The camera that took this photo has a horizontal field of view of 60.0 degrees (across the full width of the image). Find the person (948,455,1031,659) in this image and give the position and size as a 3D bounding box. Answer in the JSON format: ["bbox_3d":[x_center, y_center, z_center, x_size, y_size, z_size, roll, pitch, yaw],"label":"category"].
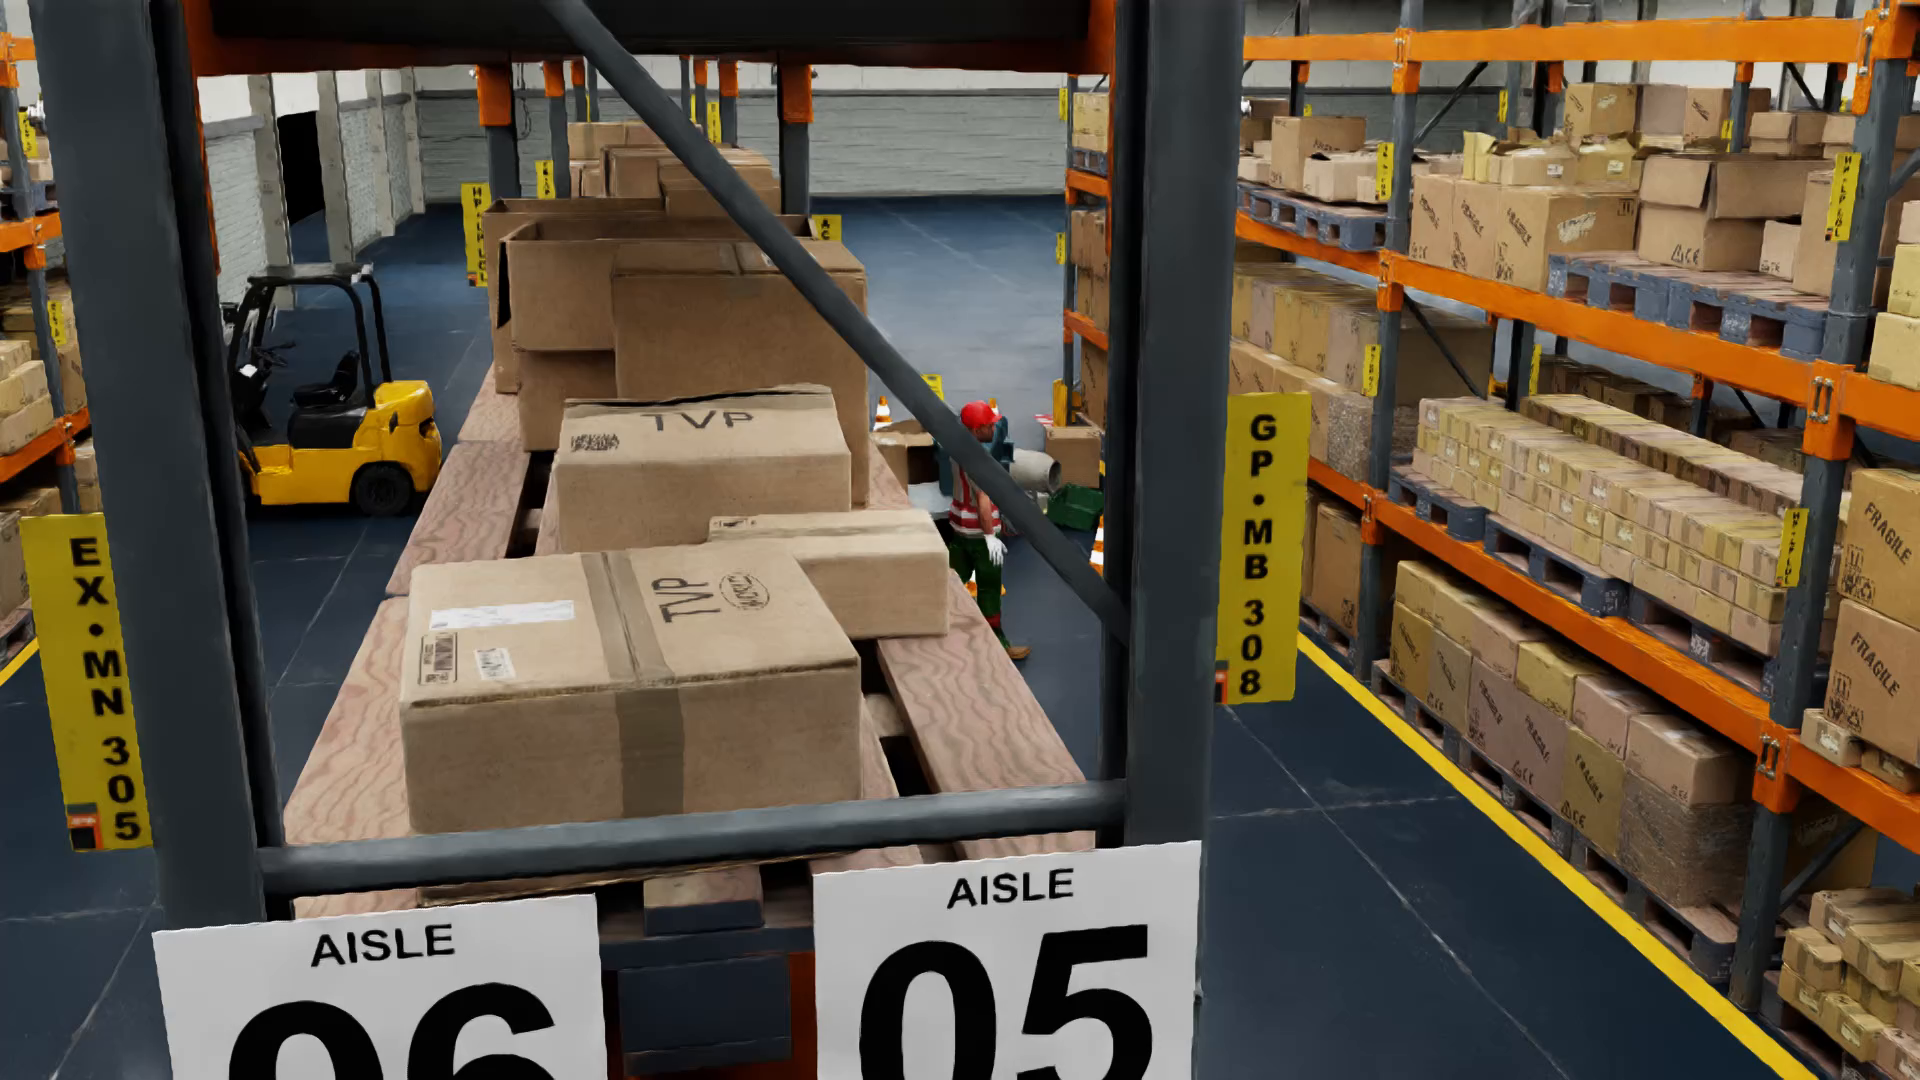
[{"bbox_3d":[0.149,0.069,11.173,0.634,1.551,0.753,-6,17,-20],"label":"person"}]
